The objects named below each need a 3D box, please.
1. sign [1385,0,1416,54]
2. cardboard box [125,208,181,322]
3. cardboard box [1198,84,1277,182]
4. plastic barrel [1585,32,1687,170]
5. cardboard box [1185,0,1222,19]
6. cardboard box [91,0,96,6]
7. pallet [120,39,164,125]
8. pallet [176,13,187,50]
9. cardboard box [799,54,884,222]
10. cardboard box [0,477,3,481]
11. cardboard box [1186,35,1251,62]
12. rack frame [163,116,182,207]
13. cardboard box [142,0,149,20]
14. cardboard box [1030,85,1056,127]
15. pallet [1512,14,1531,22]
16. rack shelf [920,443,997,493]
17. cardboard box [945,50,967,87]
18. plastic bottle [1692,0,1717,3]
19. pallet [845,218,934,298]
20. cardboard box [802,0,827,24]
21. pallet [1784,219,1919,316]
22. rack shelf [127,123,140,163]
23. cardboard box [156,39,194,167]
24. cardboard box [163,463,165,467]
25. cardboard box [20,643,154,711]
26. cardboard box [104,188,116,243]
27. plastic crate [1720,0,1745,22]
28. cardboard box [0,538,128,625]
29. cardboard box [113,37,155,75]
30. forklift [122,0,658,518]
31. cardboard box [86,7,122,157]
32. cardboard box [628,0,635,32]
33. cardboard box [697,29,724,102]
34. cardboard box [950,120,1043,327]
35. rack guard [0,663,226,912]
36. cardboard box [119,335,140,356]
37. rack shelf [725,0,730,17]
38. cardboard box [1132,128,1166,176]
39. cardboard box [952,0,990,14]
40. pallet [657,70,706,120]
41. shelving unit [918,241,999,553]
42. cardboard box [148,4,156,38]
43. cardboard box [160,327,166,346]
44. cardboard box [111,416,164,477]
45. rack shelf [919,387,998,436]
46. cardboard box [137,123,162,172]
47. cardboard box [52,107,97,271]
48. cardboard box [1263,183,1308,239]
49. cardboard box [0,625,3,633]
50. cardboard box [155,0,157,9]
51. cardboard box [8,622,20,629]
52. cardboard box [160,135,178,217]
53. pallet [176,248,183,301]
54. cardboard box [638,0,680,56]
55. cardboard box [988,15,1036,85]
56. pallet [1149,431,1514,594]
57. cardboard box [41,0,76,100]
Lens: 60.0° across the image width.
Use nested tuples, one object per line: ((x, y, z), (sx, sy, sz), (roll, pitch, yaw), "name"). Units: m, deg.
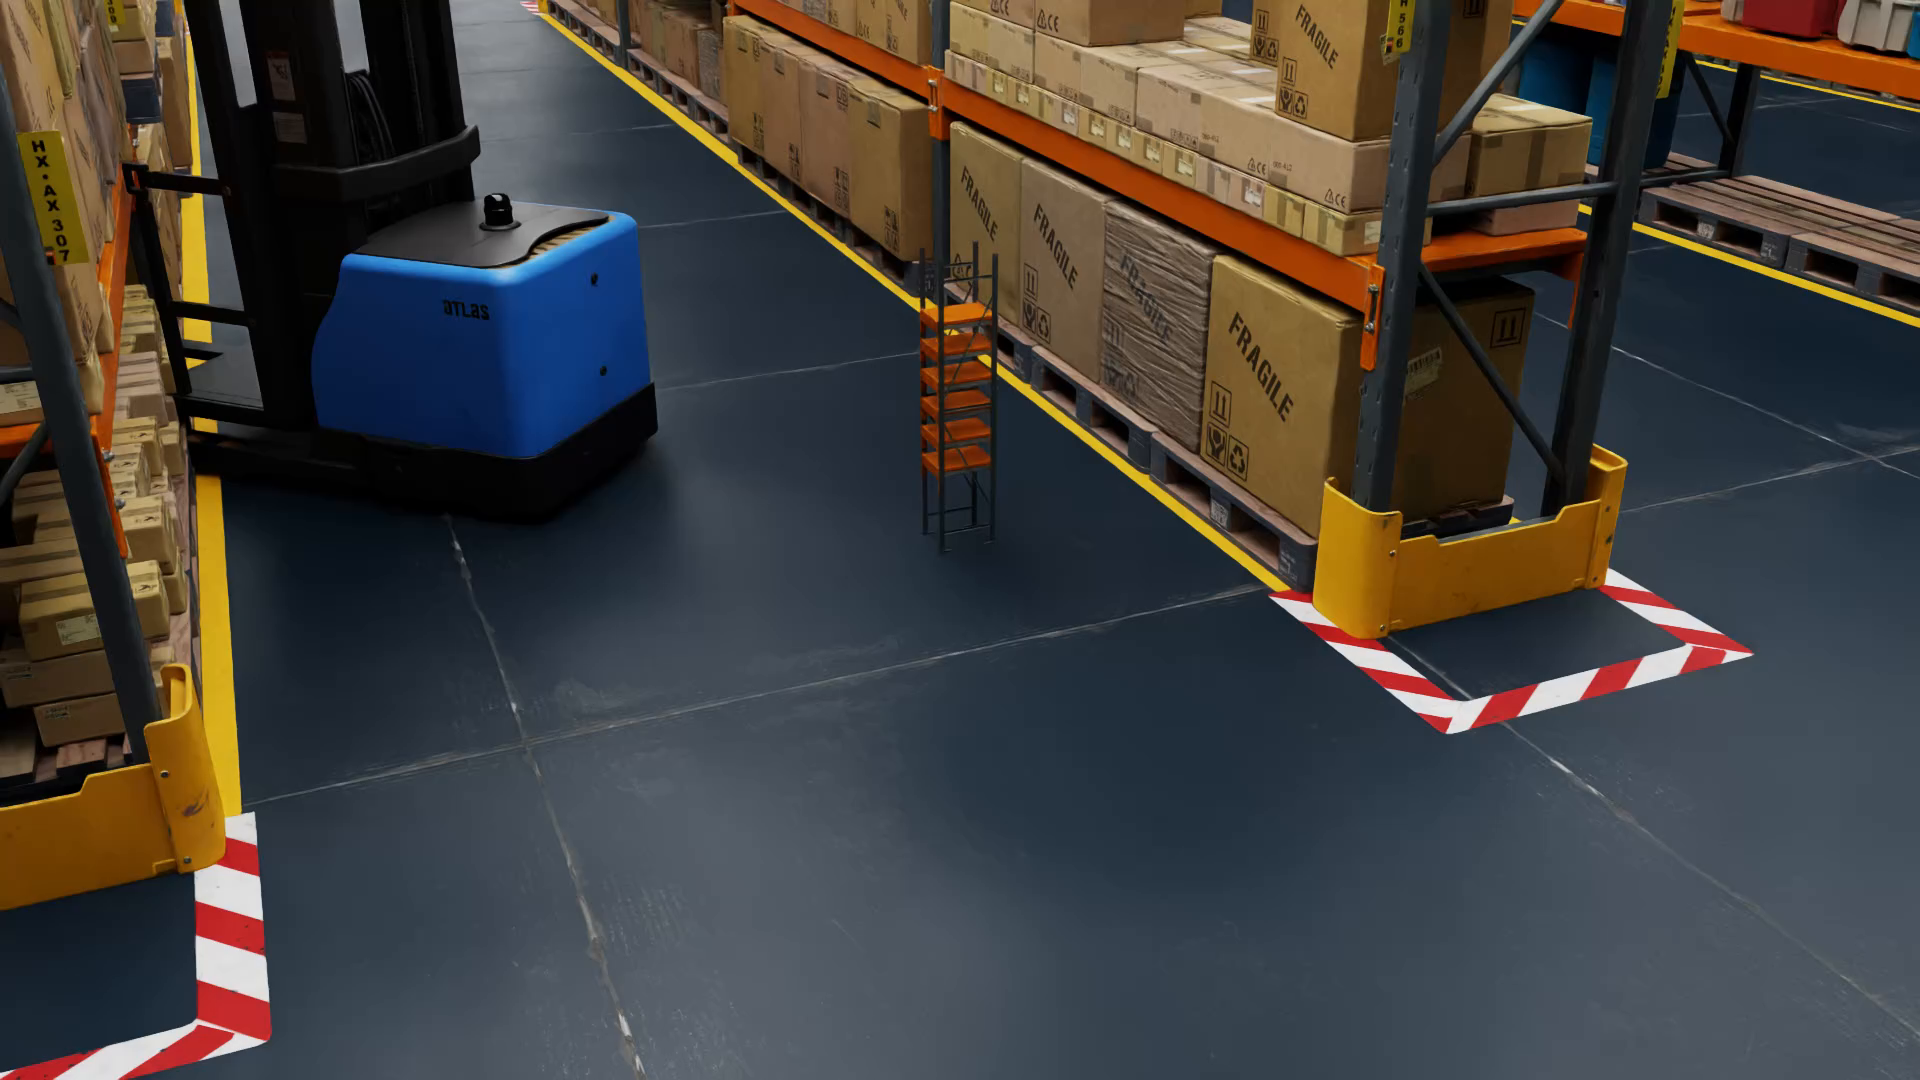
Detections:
((1.393, -1.697, 5.217), (0.100, 0.325, 0.005), (-11, 28, -21), "sign")
((-4.317, -1.370, 8.508), (0.500, 0.500, 0.500), (-9, 28, -19), "cardboard box")
((1.266, -1.579, 6.397), (0.500, 0.250, 0.500), (-11, 28, -21), "cardboard box")
((4.692, -3.092, 11.577), (0.600, 0.901, 0.708), (-11, 28, -21), "plastic barrel")
((0.950, -2.833, 8.111), (0.500, 0.500, 0.500), (-10, 28, -20), "cardboard box")
((-3.839, -2.446, 6.748), (0.500, 0.500, 0.500), (-12, 28, -22), "cardboard box")
((-4.437, -2.208, 8.073), (1.003, 0.211, 1.213), (-11, 28, -21), "pallet")
((-8.586, -5.243, 17.248), (1.003, 0.211, 1.213), (-11, 28, -21), "pallet")
((-0.288, -2.622, 10.644), (1.225, 0.875, 0.875), (-12, 28, -22), "cardboard box")
((-3.610, -0.225, 5.885), (0.380, 0.149, 0.250), (-12, 28, -22), "cardboard box")
((1.346, -2.086, 7.436), (0.500, 0.250, 0.500), (-11, 28, -22), "cardboard box")
((-5.838, -3.576, 10.655), (1.000, 3.000, 0.127), (-11, 28, -21), "rack frame")
((-4.207, -2.617, 8.160), (0.380, 0.149, 0.250), (-10, 28, -19), "cardboard box")
((0.553, -2.062, 7.840), (0.380, 0.149, 0.250), (-11, 28, -21), "cardboard box")
((6.640, -6.159, 19.124), (1.003, 0.211, 1.213), (-11, 28, -21), "pallet")
((-0.006, -0.289, 6.624), (0.258, 0.103, 0.180), (-11, 28, -21), "rack shelf")
((0.142, -2.483, 8.703), (0.380, 0.149, 0.250), (-11, 28, -20), "cardboard box")
((5.034, -3.815, 11.202), (0.144, 0.351, 0.185), (-11, 28, -21), "plastic bottle")
((-0.040, -1.818, 10.233), (1.003, 0.211, 1.213), (-11, 28, -21), "pallet")
((-0.693, -3.573, 10.535), (0.500, 0.500, 0.500), (-10, 28, -20), "cardboard box")
((5.694, -1.587, 9.760), (1.003, 0.211, 1.213), (-11, 28, -21), "pallet")
((-5.055, -2.445, 9.159), (1.077, 0.370, 4.000), (-11, 28, -21), "rack shelf")
((-5.994, -3.015, 11.592), (1.050, 0.750, 0.750), (-11, 28, -21), "cardboard box")
((-3.359, -0.234, 6.582), (0.380, 0.149, 0.250), (-10, 28, -20), "cardboard box")
((-2.794, 0.388, 5.307), (0.380, 0.149, 0.250), (-11, 28, -21), "cardboard box")
((-3.266, -1.154, 5.982), (0.380, 0.149, 0.250), (-10, 28, -20), "cardboard box")
((4.940, -3.320, 10.362), (0.396, 0.136, 0.243), (-11, 28, -21), "plastic crate")
((-2.816, 0.118, 5.182), (0.380, 0.149, 0.250), (-10, 28, -20), "cardboard box")
((-4.003, -2.275, 7.798), (0.380, 0.149, 0.250), (-12, 28, -23), "cardboard box")
((-2.955, -1.796, 7.088), (3.031, 2.935, 1.130), (9, 27, 18), "forklift")
((-3.620, -1.783, 6.530), (0.500, 0.500, 0.500), (-11, 28, -22), "cardboard box")
((-3.152, -5.466, 16.896), (0.500, 0.500, 0.500), (-2, 26, -4), "cardboard box")
((-1.744, -3.951, 13.770), (0.700, 0.500, 0.500), (-13, 29, -25), "cardboard box")
((0.517, -1.726, 8.810), (0.875, 0.875, 0.875), (-11, 28, -21), "cardboard box")
((-2.735, 0.746, 4.652), (1.175, 0.500, 0.348), (-11, 28, -21), "rack guard")
((-3.622, -0.723, 6.905), (0.380, 0.149, 0.250), (-10, 28, -19), "cardboard box")
((-2.018, -4.871, 14.128), (1.077, 0.370, 4.000), (-11, 28, -21), "rack shelf")
((0.952, -1.649, 6.994), (0.380, 0.149, 0.250), (-10, 28, -20), "cardboard box")
((0.284, -2.938, 8.327), (0.500, 0.500, 0.500), (-11, 28, -21), "cardboard box")
((-2.013, -3.942, 14.583), (1.003, 0.211, 1.213), (-11, 28, -21), "pallet")
((-0.006, -0.545, 6.499), (0.258, 1.200, 0.189), (-11, 28, -21), "shelving unit")
((-4.408, -2.692, 8.652), (0.380, 0.149, 0.250), (-12, 28, -23), "cardboard box")
((-3.738, -0.823, 7.448), (0.380, 0.149, 0.250), (-12, 28, -23), "cardboard box")
((-3.131, -0.319, 6.077), (0.380, 0.149, 0.250), (-10, 28, -20), "cardboard box")
((-0.006, -0.505, 6.518), (0.258, 0.103, 0.180), (-11, 28, -21), "rack shelf")
((-4.724, -2.128, 9.206), (0.500, 0.250, 0.500), (-9, 28, -19), "cardboard box")
((-2.860, -0.965, 4.855), (0.500, 0.500, 0.500), (-11, 28, -20), "cardboard box")
((1.352, -1.237, 6.150), (0.380, 0.149, 0.250), (-10, 28, -20), "cardboard box")
((-3.430, 0.264, 5.561), (0.380, 0.149, 0.250), (-10, 28, -20), "cardboard box")
((-4.824, -3.118, 9.524), (0.380, 0.149, 0.250), (-12, 28, -23), "cardboard box")
((-2.907, 0.153, 5.450), (0.380, 0.149, 0.250), (-10, 28, -20), "cardboard box")
((-5.140, -2.210, 10.229), (0.500, 0.500, 0.500), (-9, 28, -19), "cardboard box")
((-5.059, -1.515, 9.613), (1.003, 0.211, 1.213), (-11, 28, -21), "pallet")
((-2.581, -4.825, 15.561), (0.700, 0.500, 0.500), (-13, 29, -25), "cardboard box")
((0.465, -2.402, 8.084), (0.500, 0.250, 0.500), (-11, 28, -21), "cardboard box")
((1.513, -0.214, 6.948), (1.003, 0.211, 1.213), (-11, 28, -21), "pallet")
((-3.023, -1.617, 5.051), (0.500, 0.500, 0.500), (-11, 28, -22), "cardboard box")
